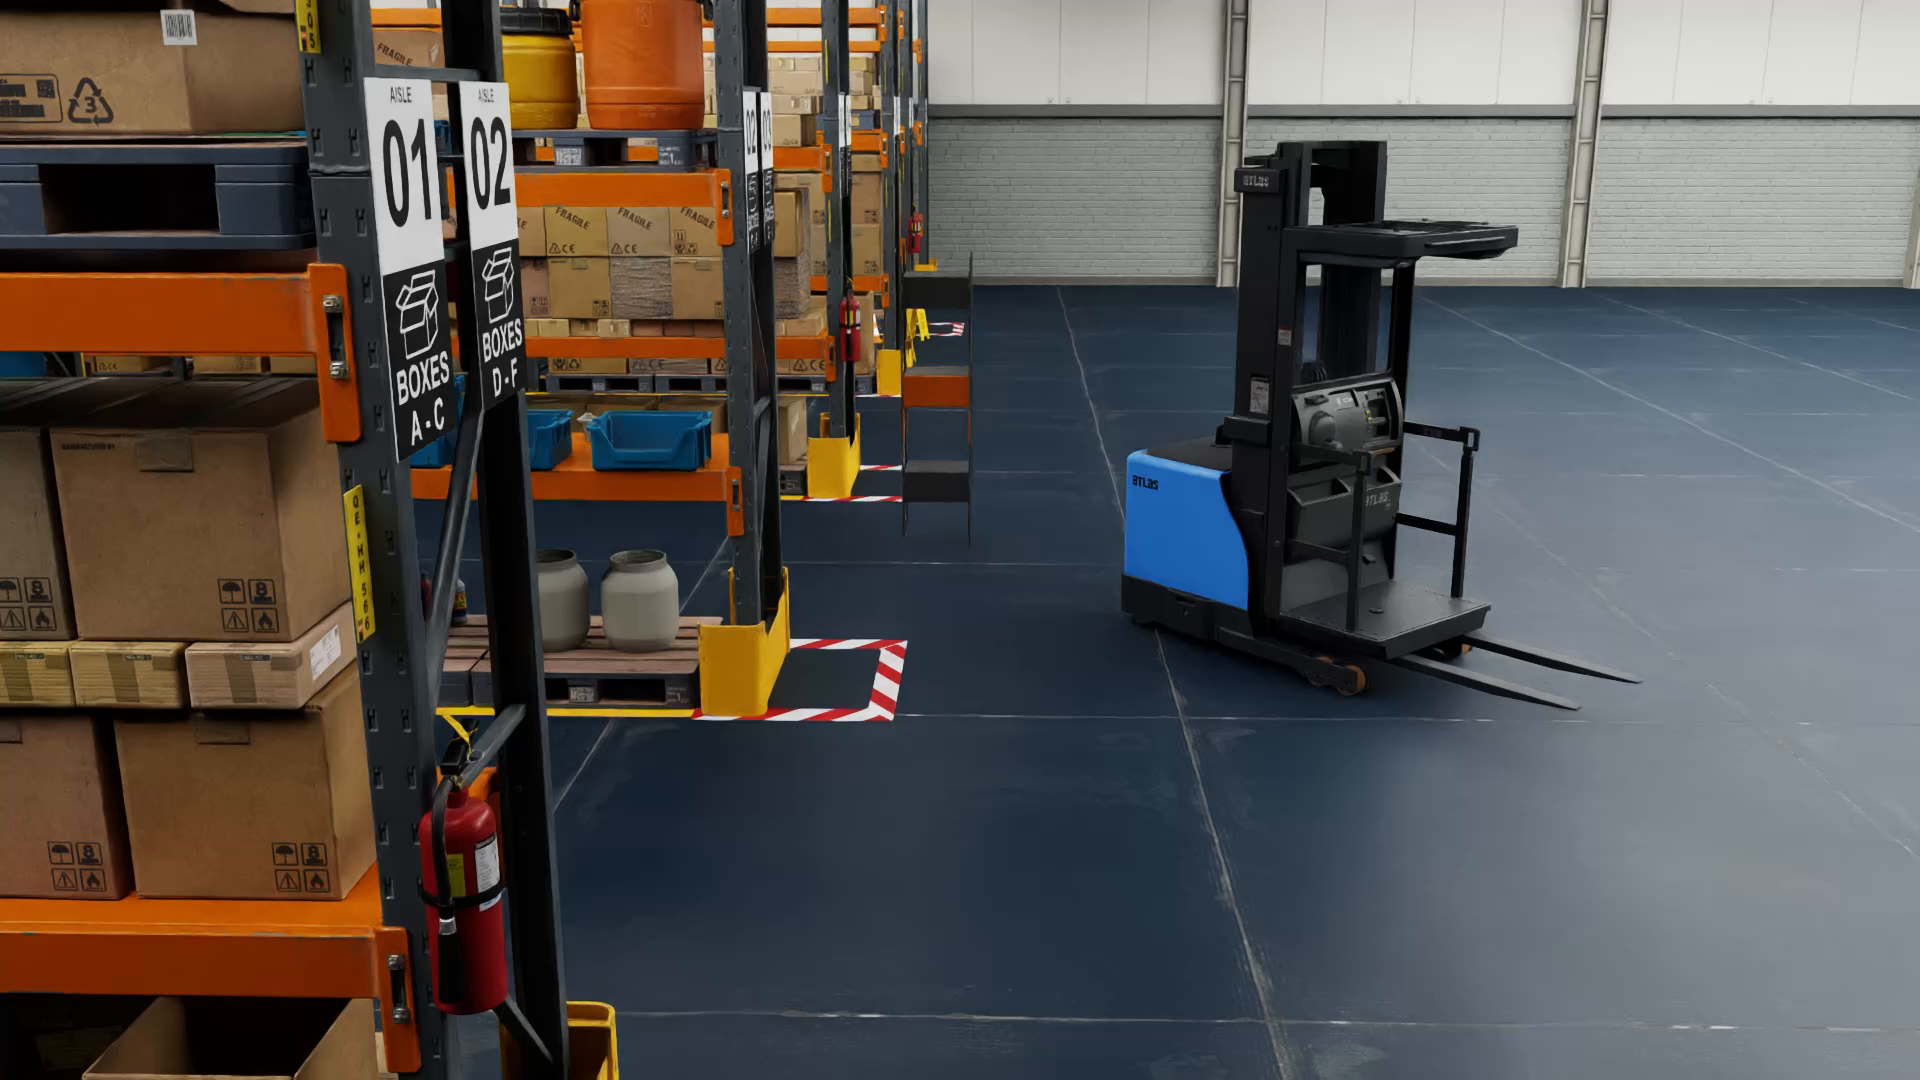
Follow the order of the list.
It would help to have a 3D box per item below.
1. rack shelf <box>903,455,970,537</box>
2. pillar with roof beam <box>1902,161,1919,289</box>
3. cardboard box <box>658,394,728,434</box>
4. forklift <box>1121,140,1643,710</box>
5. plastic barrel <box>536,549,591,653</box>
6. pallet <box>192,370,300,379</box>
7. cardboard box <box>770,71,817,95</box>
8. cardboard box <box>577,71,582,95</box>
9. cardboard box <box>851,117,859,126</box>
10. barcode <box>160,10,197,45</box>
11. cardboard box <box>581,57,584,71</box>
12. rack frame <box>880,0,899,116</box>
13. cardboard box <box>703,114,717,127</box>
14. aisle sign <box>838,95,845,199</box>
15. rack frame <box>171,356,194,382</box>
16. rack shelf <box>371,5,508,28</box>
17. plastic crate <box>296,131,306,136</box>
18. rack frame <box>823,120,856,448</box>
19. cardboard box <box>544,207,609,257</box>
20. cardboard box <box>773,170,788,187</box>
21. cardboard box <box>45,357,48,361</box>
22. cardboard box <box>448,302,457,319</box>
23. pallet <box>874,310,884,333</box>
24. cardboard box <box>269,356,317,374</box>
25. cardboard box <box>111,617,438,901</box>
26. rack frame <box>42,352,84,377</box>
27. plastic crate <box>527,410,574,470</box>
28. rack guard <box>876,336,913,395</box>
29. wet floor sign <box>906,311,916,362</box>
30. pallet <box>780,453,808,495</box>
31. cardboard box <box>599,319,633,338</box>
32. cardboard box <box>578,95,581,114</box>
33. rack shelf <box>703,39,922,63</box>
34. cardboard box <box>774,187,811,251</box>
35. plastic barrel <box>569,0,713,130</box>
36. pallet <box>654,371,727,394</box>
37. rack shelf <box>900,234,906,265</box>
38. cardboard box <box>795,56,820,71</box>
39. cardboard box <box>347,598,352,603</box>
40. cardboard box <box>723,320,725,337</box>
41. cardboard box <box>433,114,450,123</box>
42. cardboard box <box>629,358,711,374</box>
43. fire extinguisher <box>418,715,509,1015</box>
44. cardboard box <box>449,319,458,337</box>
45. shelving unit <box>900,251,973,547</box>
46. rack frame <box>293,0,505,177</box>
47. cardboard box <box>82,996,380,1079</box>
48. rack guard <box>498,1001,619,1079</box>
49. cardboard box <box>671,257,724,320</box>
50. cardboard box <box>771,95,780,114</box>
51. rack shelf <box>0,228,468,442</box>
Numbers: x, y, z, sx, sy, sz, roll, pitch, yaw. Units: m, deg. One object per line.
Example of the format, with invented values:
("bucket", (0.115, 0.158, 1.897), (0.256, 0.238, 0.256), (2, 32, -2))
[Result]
("rack shelf", (-0.165, -0.326, 12.258), (0.480, 0.518, 0.431), (0, 15, 1))
("pillar with roof beam", (16.597, -7.653, 23.707), (0.400, 9.000, 9.100), (0, 15, 1))
("cardboard box", (-2.212, -0.938, 14.091), (0.500, 0.500, 0.500), (4, 15, 16))
("forklift", (2.340, -0.709, 9.282), (1.130, 2.935, 3.031), (-12, 19, -39))
("plastic barrel", (-2.277, 0.335, 9.243), (0.421, 0.512, 0.421), (0, 15, 0))
("pallet", (-7.973, -1.884, 19.065), (1.213, 0.211, 1.003), (0, 15, 1))
("cardboard box", (-1.759, -4.913, 17.892), (0.500, 0.250, 0.500), (0, 15, 2))
("cardboard box", (-4.279, -4.929, 17.953), (0.500, 0.250, 0.500), (0, 15, 2))
("cardboard box", (-1.350, -5.720, 22.754), (0.250, 0.149, 0.380), (0, 15, 2))
("barcode", (-1.561, -1.024, 3.322), (0.075, 0.075, 0.001), (0, 15, 1))
("cardboard box", (-3.897, -5.104, 17.835), (0.250, 0.149, 0.380), (0, 15, 1))
("rack frame", (-0.762, -6.105, 17.839), (0.127, 3.000, 1.000), (0, 15, 1))
("cardboard box", (-1.977, -3.259, 13.225), (0.500, 0.250, 0.500), (0, 15, 2))
("aisle sign", (-0.936, -3.120, 13.189), (0.004, 0.787, 0.394), (0, 15, 1))
("rack frame", (-8.760, -3.256, 18.802), (0.127, 3.000, 1.000), (0, 15, 1))
("rack shelf", (-6.760, -5.603, 18.130), (4.000, 0.370, 1.077), (0, 15, 1))
("plastic crate", (-3.030, -2.055, 8.400), (0.575, 0.384, 0.392), (0, 15, 1))
("rack frame", (-0.990, -1.940, 13.812), (0.127, 3.000, 1.000), (0, 15, 1))
("cardboard box", (-3.045, -2.567, 13.451), (0.500, 0.500, 0.500), (0, 15, 1))
("cardboard box", (-2.241, -3.829, 18.564), (0.550, 0.550, 0.875), (0, 15, 1))
("cardboard box", (-10.472, -2.192, 18.844), (0.500, 0.500, 0.500), (0, 15, -1))
("cardboard box", (-4.041, -2.127, 13.743), (0.500, 0.500, 0.875), (0, 15, 1))
("pallet", (-1.624, -3.134, 23.803), (1.213, 0.211, 1.003), (0, 15, 1))
("cardboard box", (-7.279, -2.340, 18.915), (0.750, 0.750, 1.050), (1, 15, 2))
("cardboard box", (-1.713, 0.532, 4.248), (0.500, 0.500, 0.700), (0, 15, 1))
("rack frame", (-5.115, -0.703, 9.124), (0.127, 3.000, 1.000), (0, 15, 1))
("plastic crate", (-2.273, -0.537, 8.789), (0.408, 0.251, 0.499), (0, 15, 1))
("rack guard", (-0.738, -1.995, 18.923), (0.348, 0.500, 1.175), (0, 15, 1))
("wet floor sign", (-0.683, -2.570, 20.818), (0.232, 0.644, 0.267), (-2, 15, -8))
("pallet", (-1.877, -0.606, 14.224), (1.213, 0.211, 1.003), (0, 15, 1))
("cardboard box", (-2.782, -1.751, 13.587), (0.250, 0.149, 0.380), (0, 15, 1))
("cardboard box", (-3.109, -3.464, 13.222), (0.250, 0.149, 0.380), (1, 15, 3))
("rack shelf", (-2.613, -8.105, 27.616), (4.000, 0.370, 1.077), (0, 15, 1))
("cardboard box", (-1.533, -2.689, 13.911), (0.500, 0.500, 0.500), (0, 15, 1))
("plastic barrel", (-1.605, -2.509, 8.423), (0.708, 0.830, 0.600), (0, 15, 1))
("pallet", (-2.780, -1.850, 18.937), (1.213, 0.211, 1.003), (0, 15, 1))
("rack shelf", (-2.736, -4.132, 23.533), (4.000, 0.370, 1.077), (0, 15, 1))
("cardboard box", (-1.613, -5.089, 17.780), (0.250, 0.149, 0.380), (1, 15, 2))
("cardboard box", (-1.633, 0.167, 4.359), (0.250, 0.149, 0.380), (0, 15, 1))
("cardboard box", (-1.781, -1.758, 13.615), (0.250, 0.149, 0.380), (0, 15, 1))
("cardboard box", (-4.016, -3.273, 13.281), (0.500, 0.250, 0.500), (0, 15, 1))
("cardboard box", (-3.233, -2.379, 18.819), (0.875, 0.875, 0.875), (0, 15, 2))
("fire extinguisher", (-1.140, 0.743, 3.795), (0.183, 0.674, 0.296), (0, 15, 1))
("cardboard box", (-4.031, -1.768, 13.652), (0.250, 0.149, 0.380), (0, 15, 1))
("shelving unit", (-0.165, -1.016, 12.076), (0.503, 2.100, 0.431), (0, 15, 1))
("rack frame", (-1.247, -2.314, 3.472), (0.127, 3.000, 1.000), (0, 15, 1))
("cardboard box", (-1.790, 1.423, 4.164), (0.500, 0.500, 0.500), (0, 15, 1))
("rack guard", (-1.223, 1.795, 4.555), (0.348, 0.500, 1.175), (0, 15, 1))
("cardboard box", (-2.042, -2.115, 13.698), (0.500, 0.500, 0.875), (0, 15, 1))
("cardboard box", (-1.533, -3.464, 13.223), (0.250, 0.149, 0.380), (0, 15, 0))
("rack shelf", (-3.246, -0.529, 3.996), (4.000, 0.370, 1.077), (0, 15, 1))
